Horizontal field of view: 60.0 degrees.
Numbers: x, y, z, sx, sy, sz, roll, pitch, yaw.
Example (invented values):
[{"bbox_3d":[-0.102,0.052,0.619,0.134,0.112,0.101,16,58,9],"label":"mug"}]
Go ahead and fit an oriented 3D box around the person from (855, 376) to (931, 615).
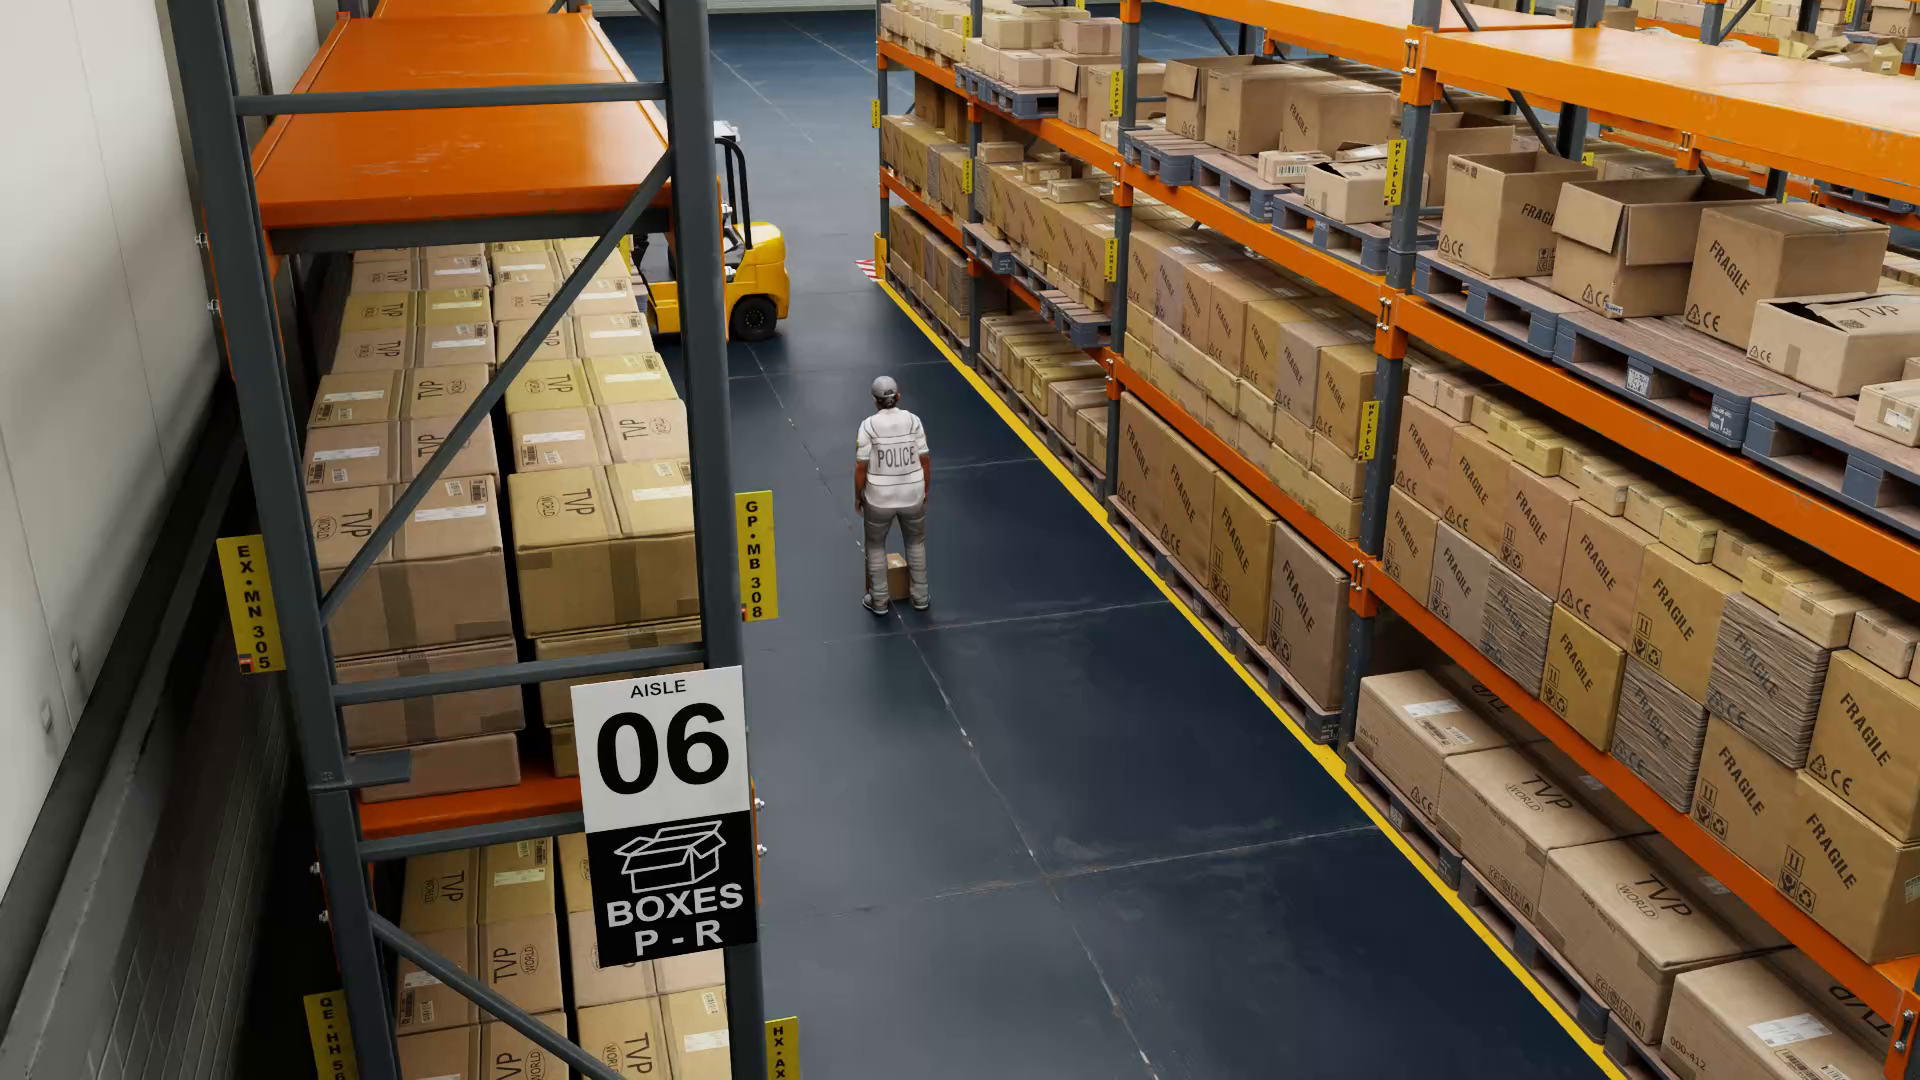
[{"bbox_3d":[-0.456,-0.301,11.339,0.543,1.666,0.470,-6,24,-15],"label":"person"}]
